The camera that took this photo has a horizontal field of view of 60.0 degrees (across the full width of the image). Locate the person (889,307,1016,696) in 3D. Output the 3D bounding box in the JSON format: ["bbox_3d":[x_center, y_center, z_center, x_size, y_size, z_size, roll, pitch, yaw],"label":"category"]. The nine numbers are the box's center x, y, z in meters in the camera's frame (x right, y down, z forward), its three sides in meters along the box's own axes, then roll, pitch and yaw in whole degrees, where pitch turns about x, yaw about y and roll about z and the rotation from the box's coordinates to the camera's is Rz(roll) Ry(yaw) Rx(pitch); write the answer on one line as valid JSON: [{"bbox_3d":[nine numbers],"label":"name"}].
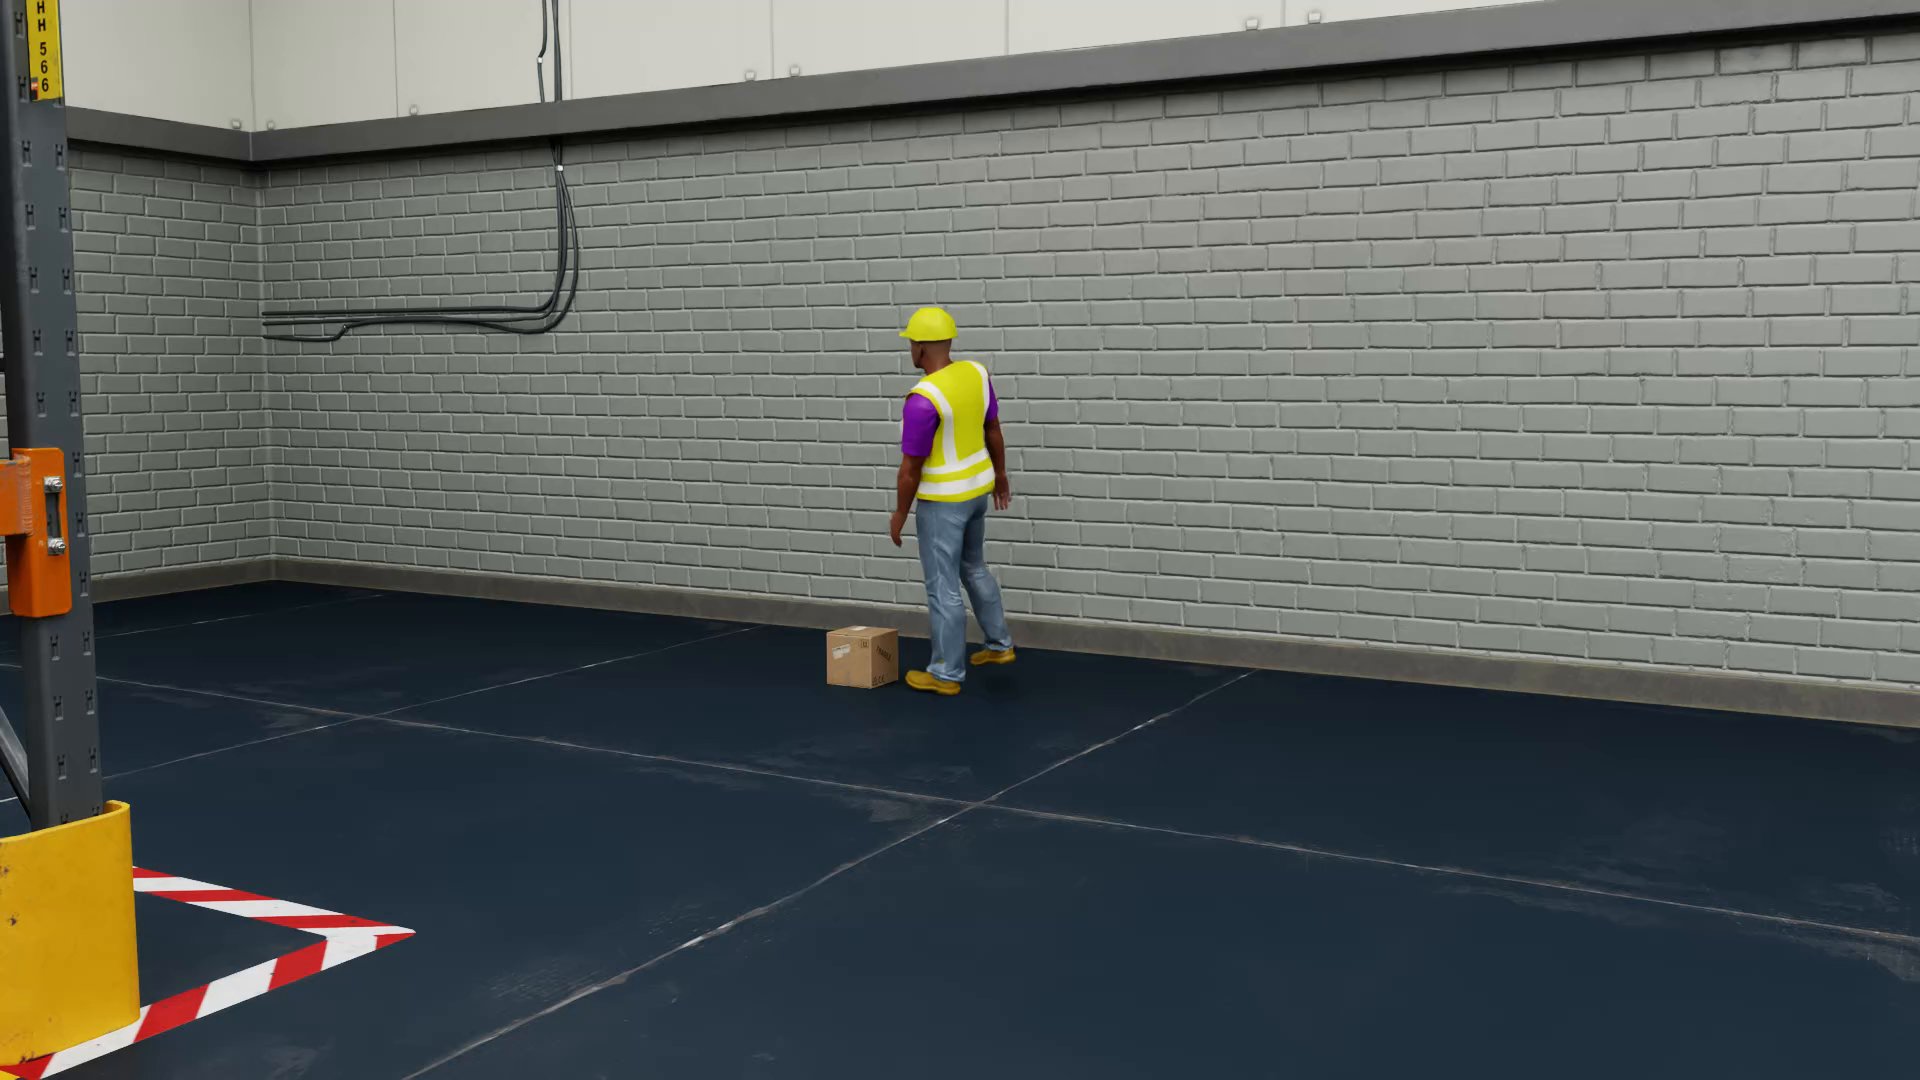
[{"bbox_3d":[-0.052,-0.179,7.708,0.426,1.770,0.815,3,7,28],"label":"person"}]
